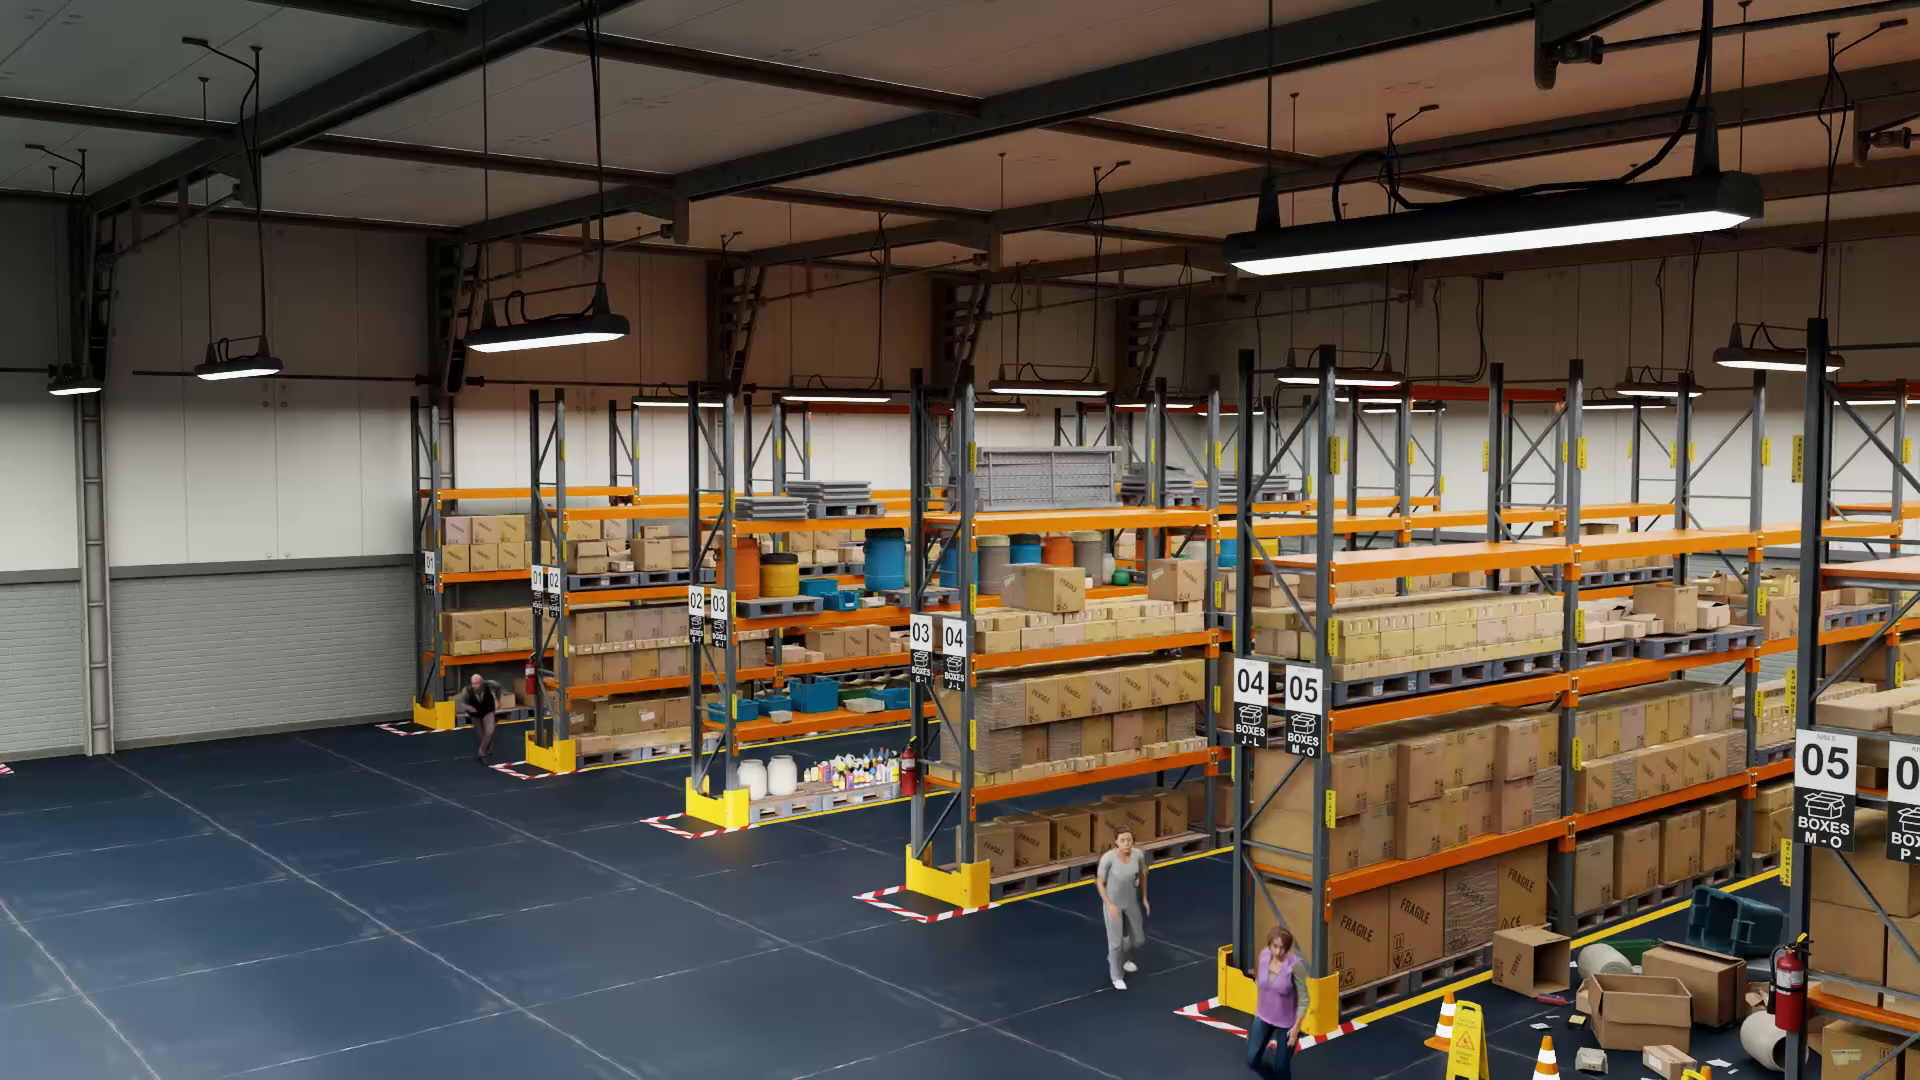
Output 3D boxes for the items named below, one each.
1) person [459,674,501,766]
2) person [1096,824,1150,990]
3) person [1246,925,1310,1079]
[{"bbox_3d":[-7.742,2.852,26.856,0.648,1.498,1.114,-1,3,-13],"label":"person"},{"bbox_3d":[1.513,3.438,15.708,0.538,1.599,0.703,-1,3,-13],"label":"person"},{"bbox_3d":[2.409,3.658,12.582,0.545,1.558,0.611,2,4,32],"label":"person"}]
